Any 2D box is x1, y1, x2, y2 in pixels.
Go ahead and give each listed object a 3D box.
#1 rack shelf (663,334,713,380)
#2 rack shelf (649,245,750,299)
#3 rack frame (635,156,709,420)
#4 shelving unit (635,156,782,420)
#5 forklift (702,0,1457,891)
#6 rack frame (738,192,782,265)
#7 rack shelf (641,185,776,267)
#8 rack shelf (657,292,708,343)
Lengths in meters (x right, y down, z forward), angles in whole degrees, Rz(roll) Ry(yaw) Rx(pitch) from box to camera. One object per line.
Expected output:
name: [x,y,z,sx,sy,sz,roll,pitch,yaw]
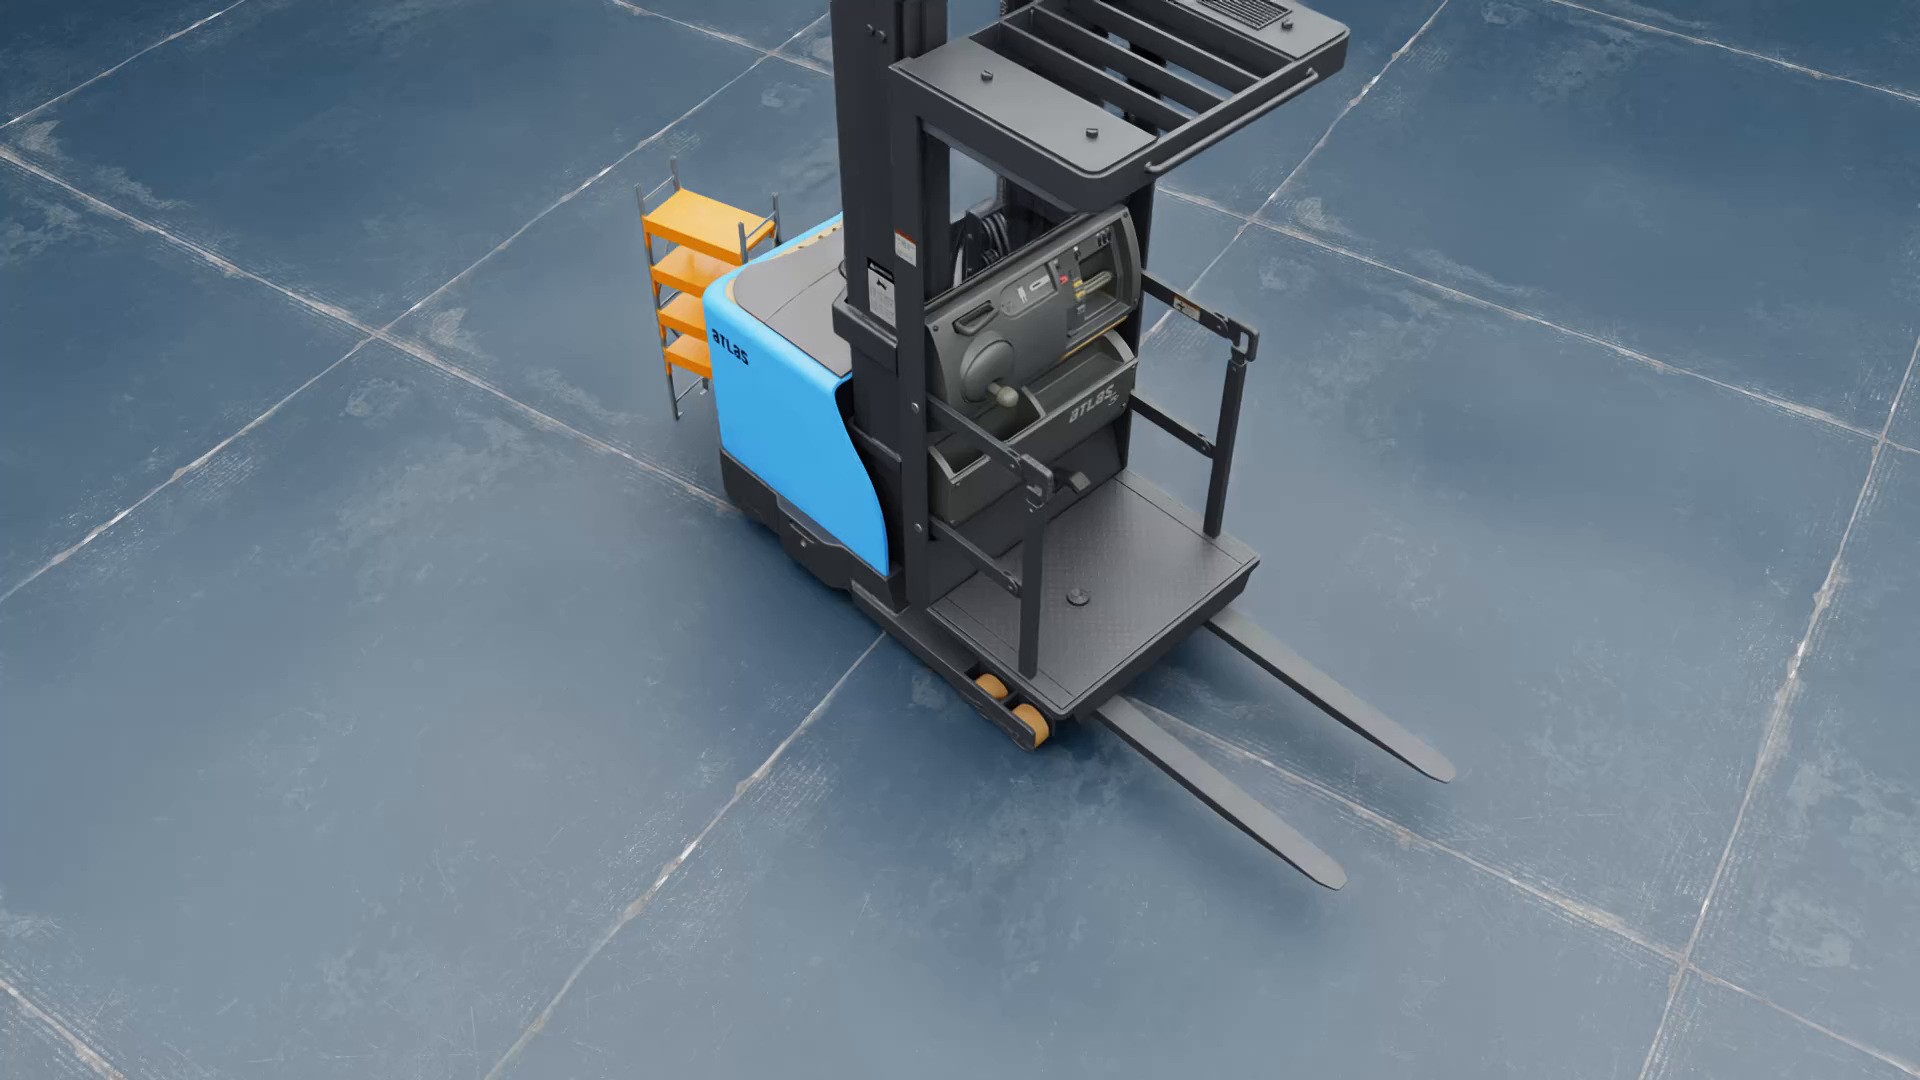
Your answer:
rack shelf: [-0.976,-0.743,7.006,0.480,0.148,0.258,23,50,21]
rack shelf: [-0.976,-1.037,6.703,0.480,0.148,0.258,23,50,21]
rack frame: [-1.185,-1.018,6.902,0.015,1.200,0.240,23,50,21]
shelving unit: [-0.976,-0.928,6.815,0.503,1.200,0.258,23,50,21]
forklift: [0.407,-0.687,5.374,1.130,2.935,3.031,-35,55,-29]
rack frame: [-0.766,-0.839,6.728,0.015,1.200,0.240,23,50,21]
rack shelf: [-0.976,-1.202,6.533,0.480,0.148,0.258,23,50,21]
rack shelf: [-0.976,-0.881,6.863,0.480,0.148,0.258,23,50,21]
